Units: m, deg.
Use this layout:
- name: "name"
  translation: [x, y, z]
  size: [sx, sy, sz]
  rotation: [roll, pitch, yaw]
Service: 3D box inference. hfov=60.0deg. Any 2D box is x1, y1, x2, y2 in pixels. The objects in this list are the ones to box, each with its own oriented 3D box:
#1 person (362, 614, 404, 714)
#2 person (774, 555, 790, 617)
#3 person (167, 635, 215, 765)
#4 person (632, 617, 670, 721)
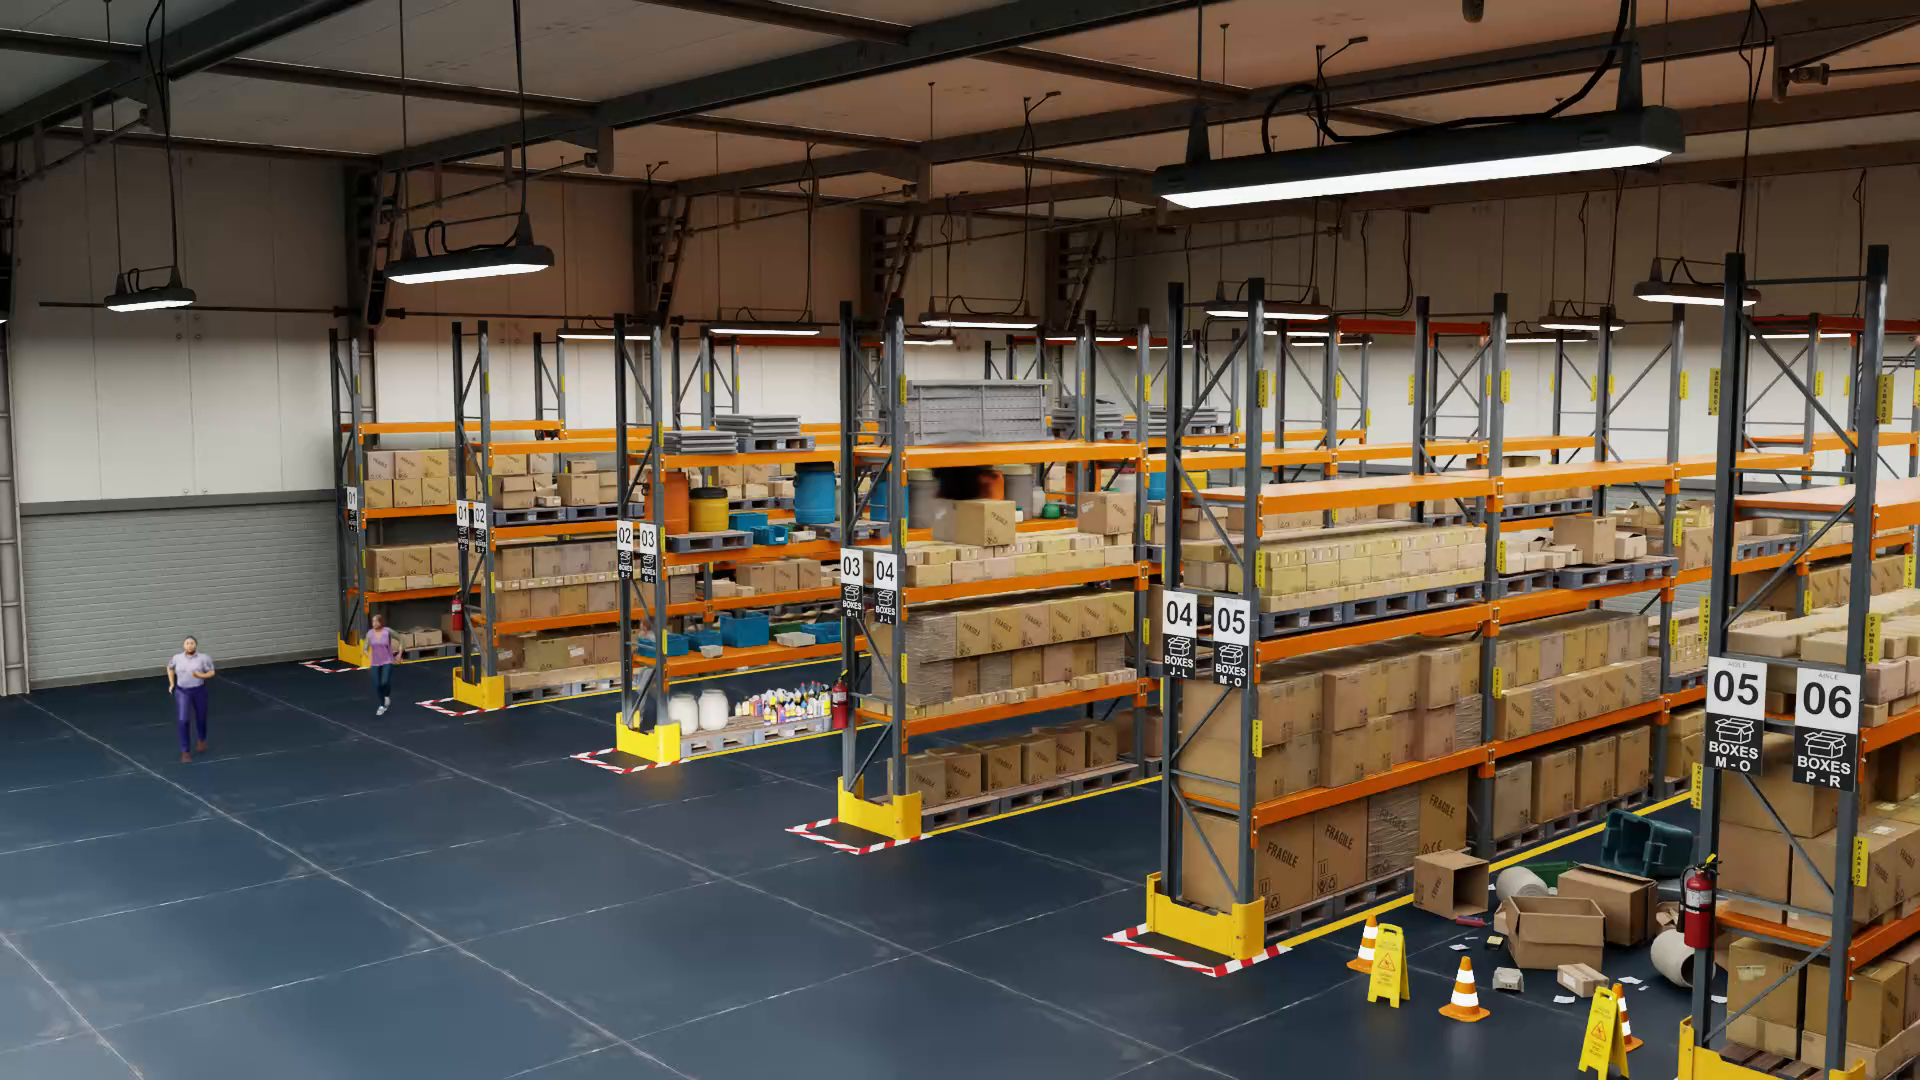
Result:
- name: "person"
  translation: [-8.768, 1.904, 25.251]
  size: [0.573, 1.542, 0.682]
  rotation: [0, 6, -5]
- name: "person"
  translation: [-3.477, 1.097, 32.566]
  size: [0.720, 1.740, 0.596]
  rotation: [-5, 8, -44]
- name: "person"
  translation: [-10.368, 2.124, 22.457]
  size: [0.586, 1.696, 0.826]
  rotation: [-3, 6, -25]
- name: "person"
  translation: [-4.597, 1.975, 24.705]
  size: [0.761, 1.528, 0.554]
  rotation: [-5, 8, -41]
